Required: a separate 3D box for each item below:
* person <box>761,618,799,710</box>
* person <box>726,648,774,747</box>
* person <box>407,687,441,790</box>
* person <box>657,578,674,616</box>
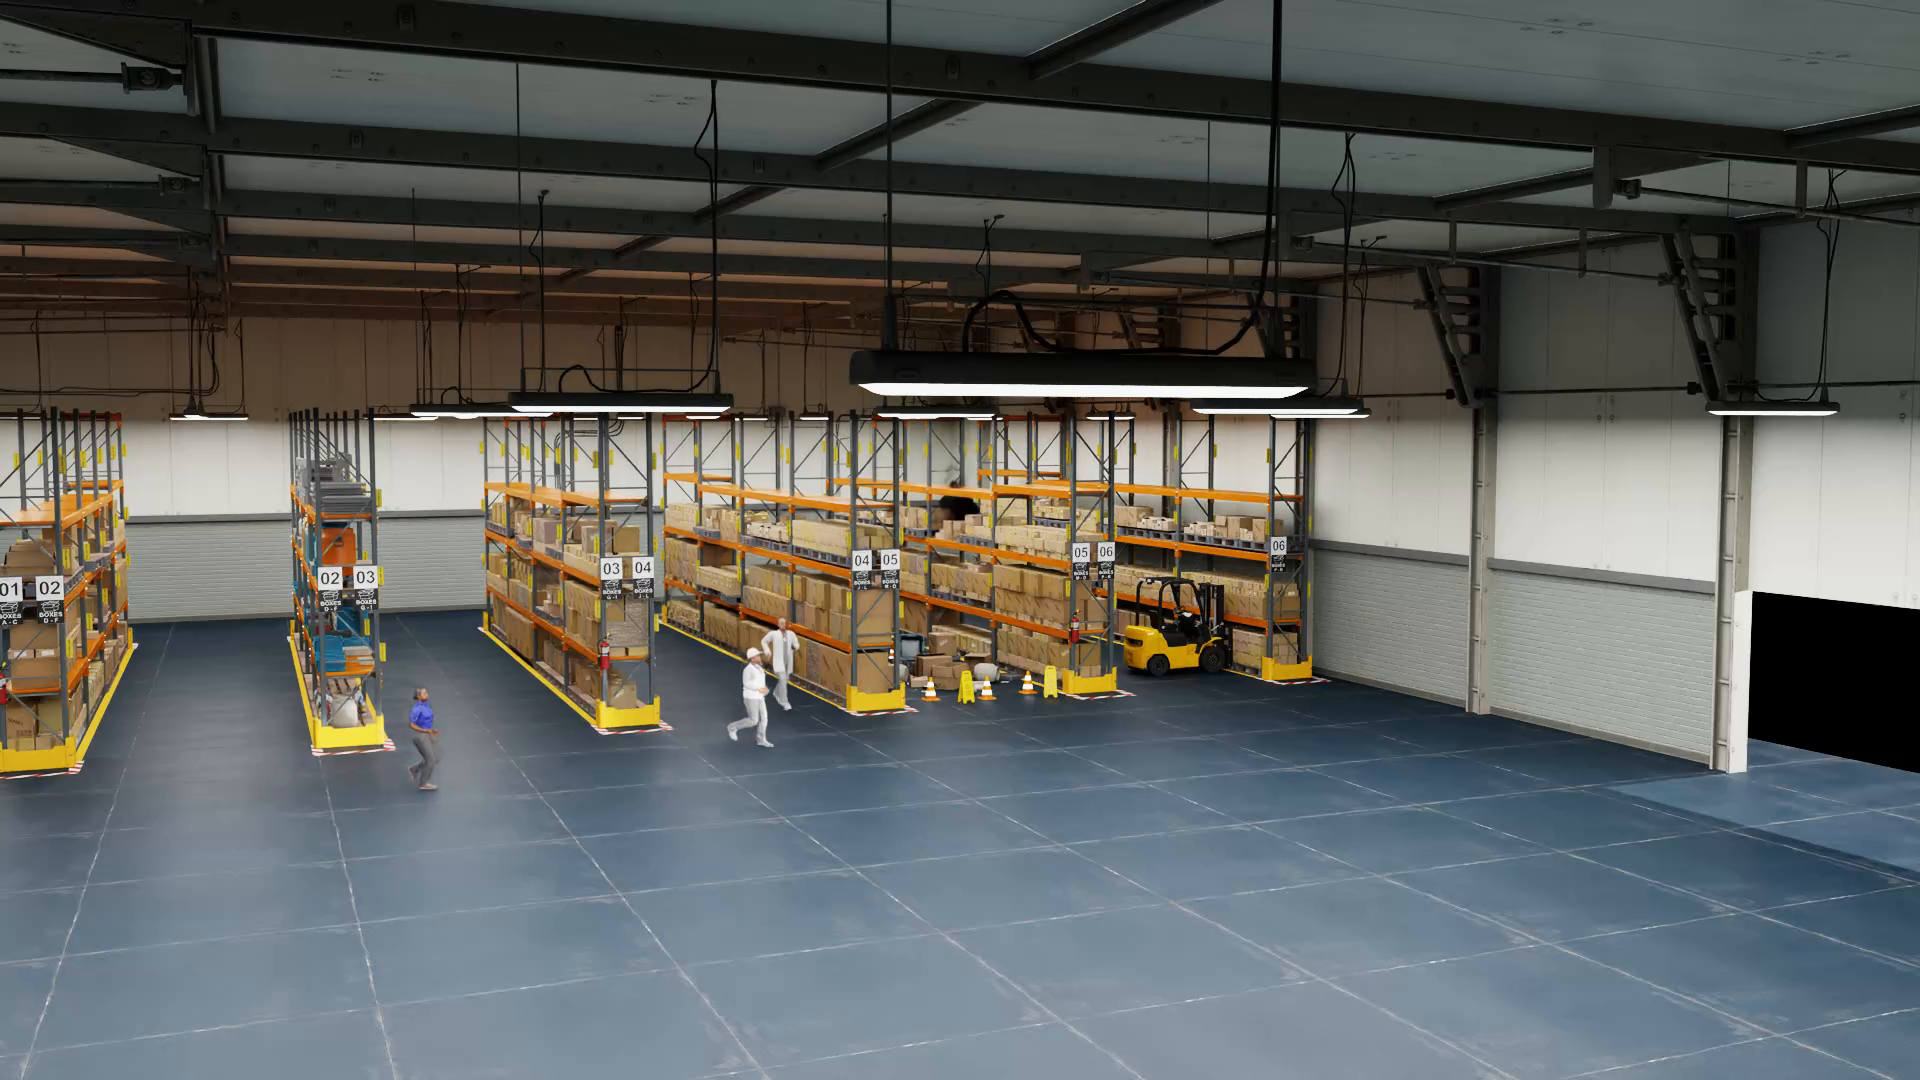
[{"bbox_3d":[-3.578,2.509,33.485,0.697,1.705,0.981,-3,5,-33],"label":"person"},{"bbox_3d":[-3.704,2.791,29.535,0.821,1.769,0.669,1,4,15],"label":"person"},{"bbox_3d":[-8.403,3.097,26.001,0.583,1.604,0.573,0,4,4],"label":"person"},{"bbox_3d":[-8.666,1.489,49.216,0.818,1.551,0.602,0,4,-1],"label":"person"}]
